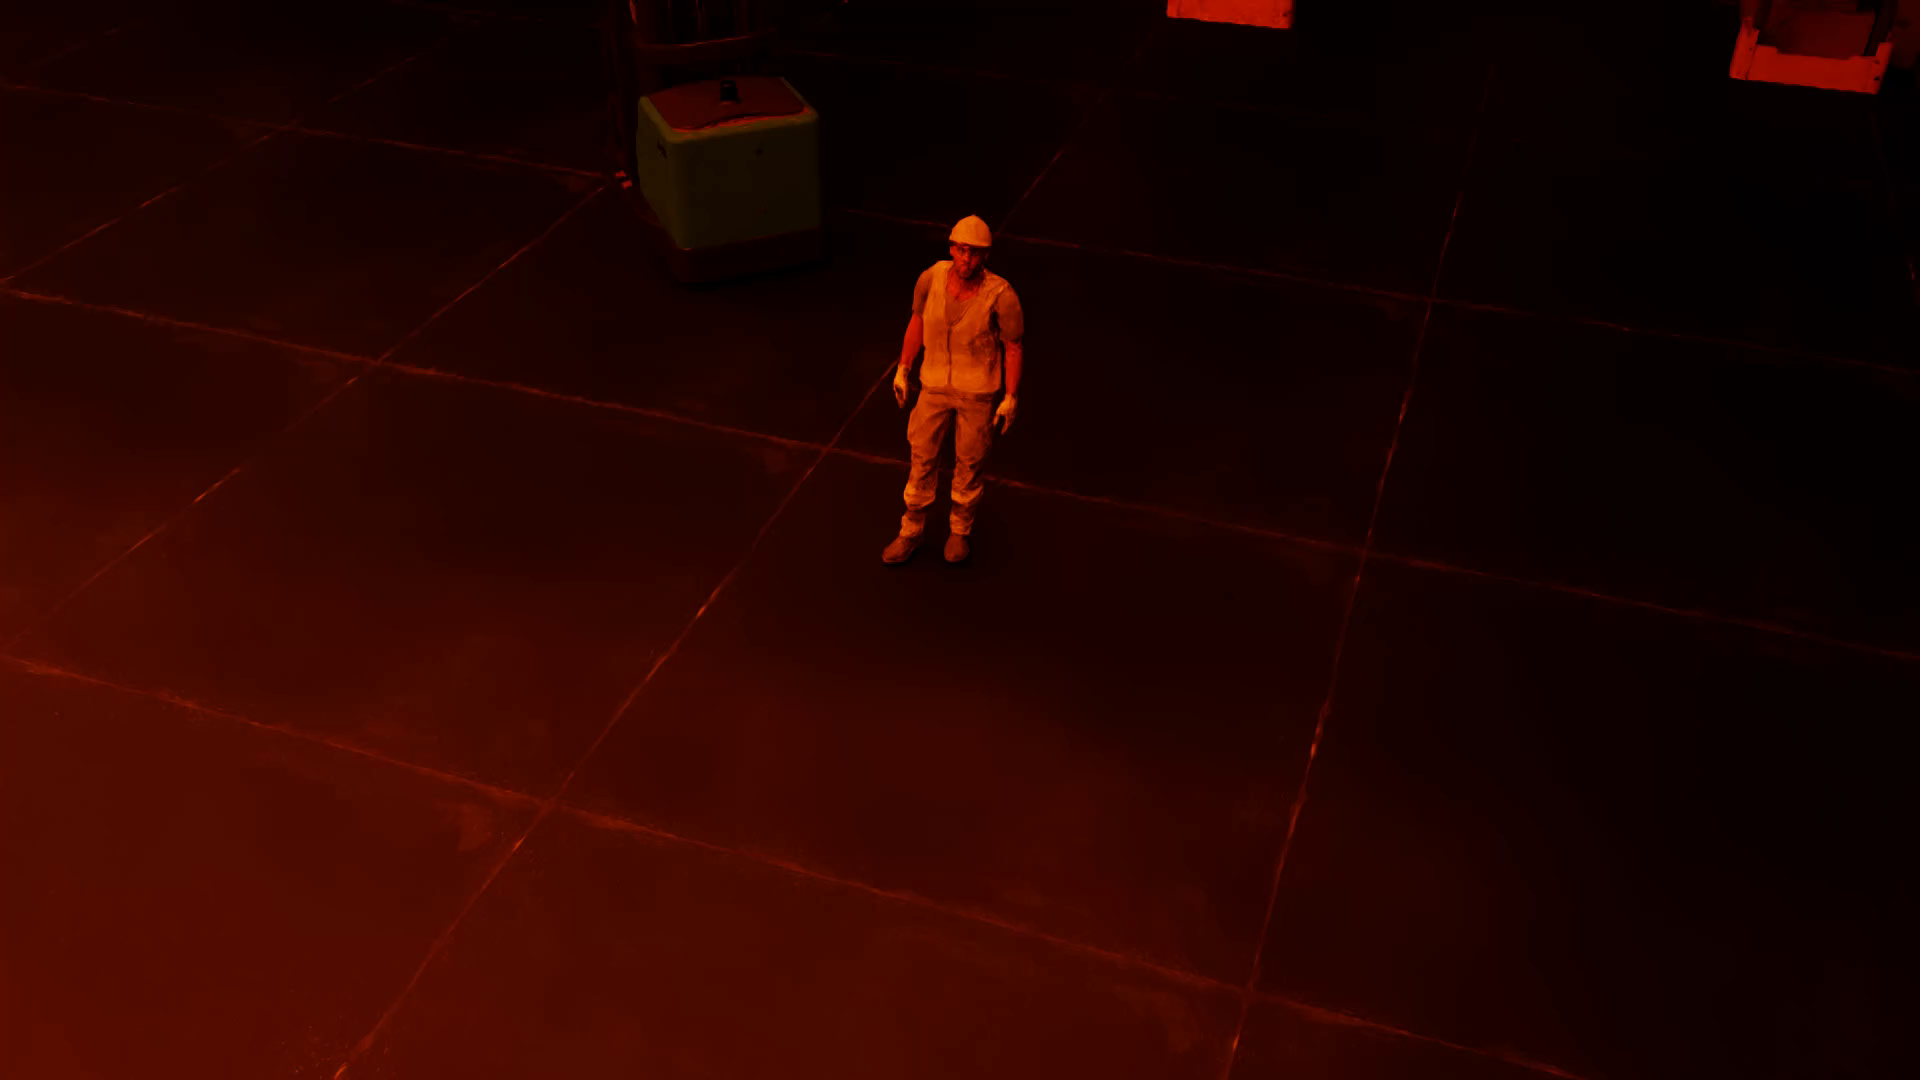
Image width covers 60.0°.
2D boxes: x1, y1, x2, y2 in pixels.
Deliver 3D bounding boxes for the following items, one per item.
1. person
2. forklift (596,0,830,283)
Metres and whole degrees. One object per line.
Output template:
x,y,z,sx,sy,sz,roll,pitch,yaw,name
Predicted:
-0.037,-0.693,8.064,0.637,1.787,0.561,12,37,16,person
-1.924,-3.726,11.366,1.130,2.935,3.031,-14,38,-19,forklift
